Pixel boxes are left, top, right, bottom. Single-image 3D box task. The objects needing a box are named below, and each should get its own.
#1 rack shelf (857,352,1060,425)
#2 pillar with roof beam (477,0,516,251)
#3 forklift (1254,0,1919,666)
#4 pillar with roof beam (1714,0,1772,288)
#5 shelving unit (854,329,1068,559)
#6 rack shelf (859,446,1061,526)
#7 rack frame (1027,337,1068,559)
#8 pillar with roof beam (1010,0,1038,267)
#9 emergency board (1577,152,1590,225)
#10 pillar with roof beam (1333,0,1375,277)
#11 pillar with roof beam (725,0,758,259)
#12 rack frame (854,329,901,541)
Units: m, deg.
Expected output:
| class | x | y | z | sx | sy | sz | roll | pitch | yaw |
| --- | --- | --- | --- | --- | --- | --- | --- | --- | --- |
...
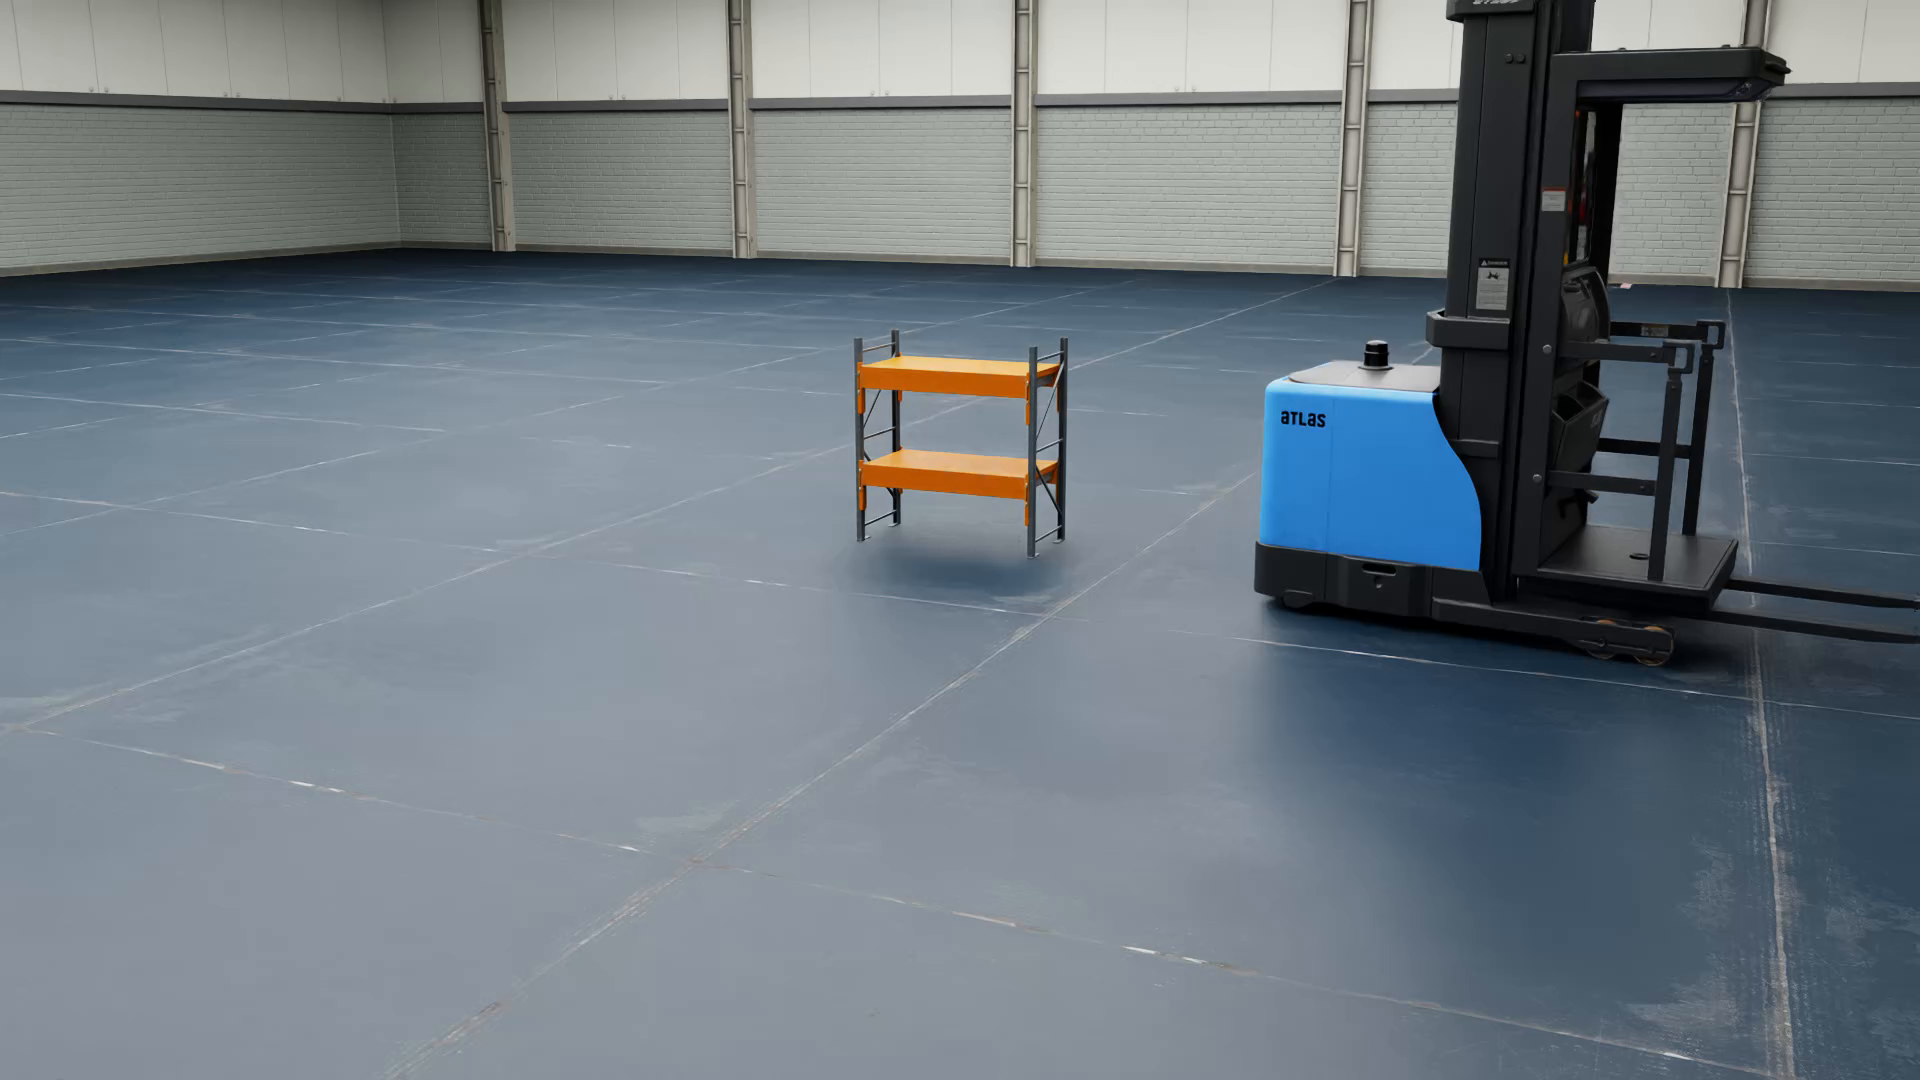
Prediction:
| class | x | y | z | sx | sy | sz | roll | pitch | yaw |
| --- | --- | --- | --- | --- | --- | --- | --- | --- | --- |
| rack shelf | 0.006 | -0.832 | 9.057 | 1.000 | 0.278 | 0.538 | 6 | 14 | 23 |
| pillar with roof beam | -11.541 | -9.703 | 30.909 | 0.400 | 9.000 | 9.100 | 6 | 14 | 23 |
| forklift | 2.931 | -1.035 | 7.249 | 3.031 | 2.935 | 1.130 | 8 | 15 | 30 |
| pillar with roof beam | 10.403 | -7.483 | 21.445 | 0.400 | 9.000 | 9.100 | 6 | 14 | 23 |
| shelving unit | 0.006 | -0.547 | 9.124 | 1.048 | 1.125 | 0.538 | 6 | 14 | 23 |
| rack shelf | 0.006 | -0.309 | 9.180 | 1.000 | 0.278 | 0.538 | 6 | 14 | 23 |
| rack frame | 0.471 | -0.500 | 8.923 | 0.032 | 1.125 | 0.500 | 6 | 14 | 23 |
| pillar with roof beam | -0.569 | -8.593 | 26.177 | 0.400 | 9.000 | 9.100 | 6 | 14 | 23 |
| emergency board | 9.902 | -5.698 | 26.971 | 0.643 | 1.169 | 0.194 | 6 | 14 | 23 |
| pillar with roof beam | 4.917 | -8.038 | 23.811 | 0.400 | 9.000 | 9.100 | 6 | 14 | 23 |
| pillar with roof beam | -6.055 | -9.148 | 28.543 | 0.400 | 9.000 | 9.100 | 6 | 14 | 23 |
| rack frame | -0.459 | -0.594 | 9.324 | 0.032 | 1.125 | 0.500 | 6 | 14 | 23 |
